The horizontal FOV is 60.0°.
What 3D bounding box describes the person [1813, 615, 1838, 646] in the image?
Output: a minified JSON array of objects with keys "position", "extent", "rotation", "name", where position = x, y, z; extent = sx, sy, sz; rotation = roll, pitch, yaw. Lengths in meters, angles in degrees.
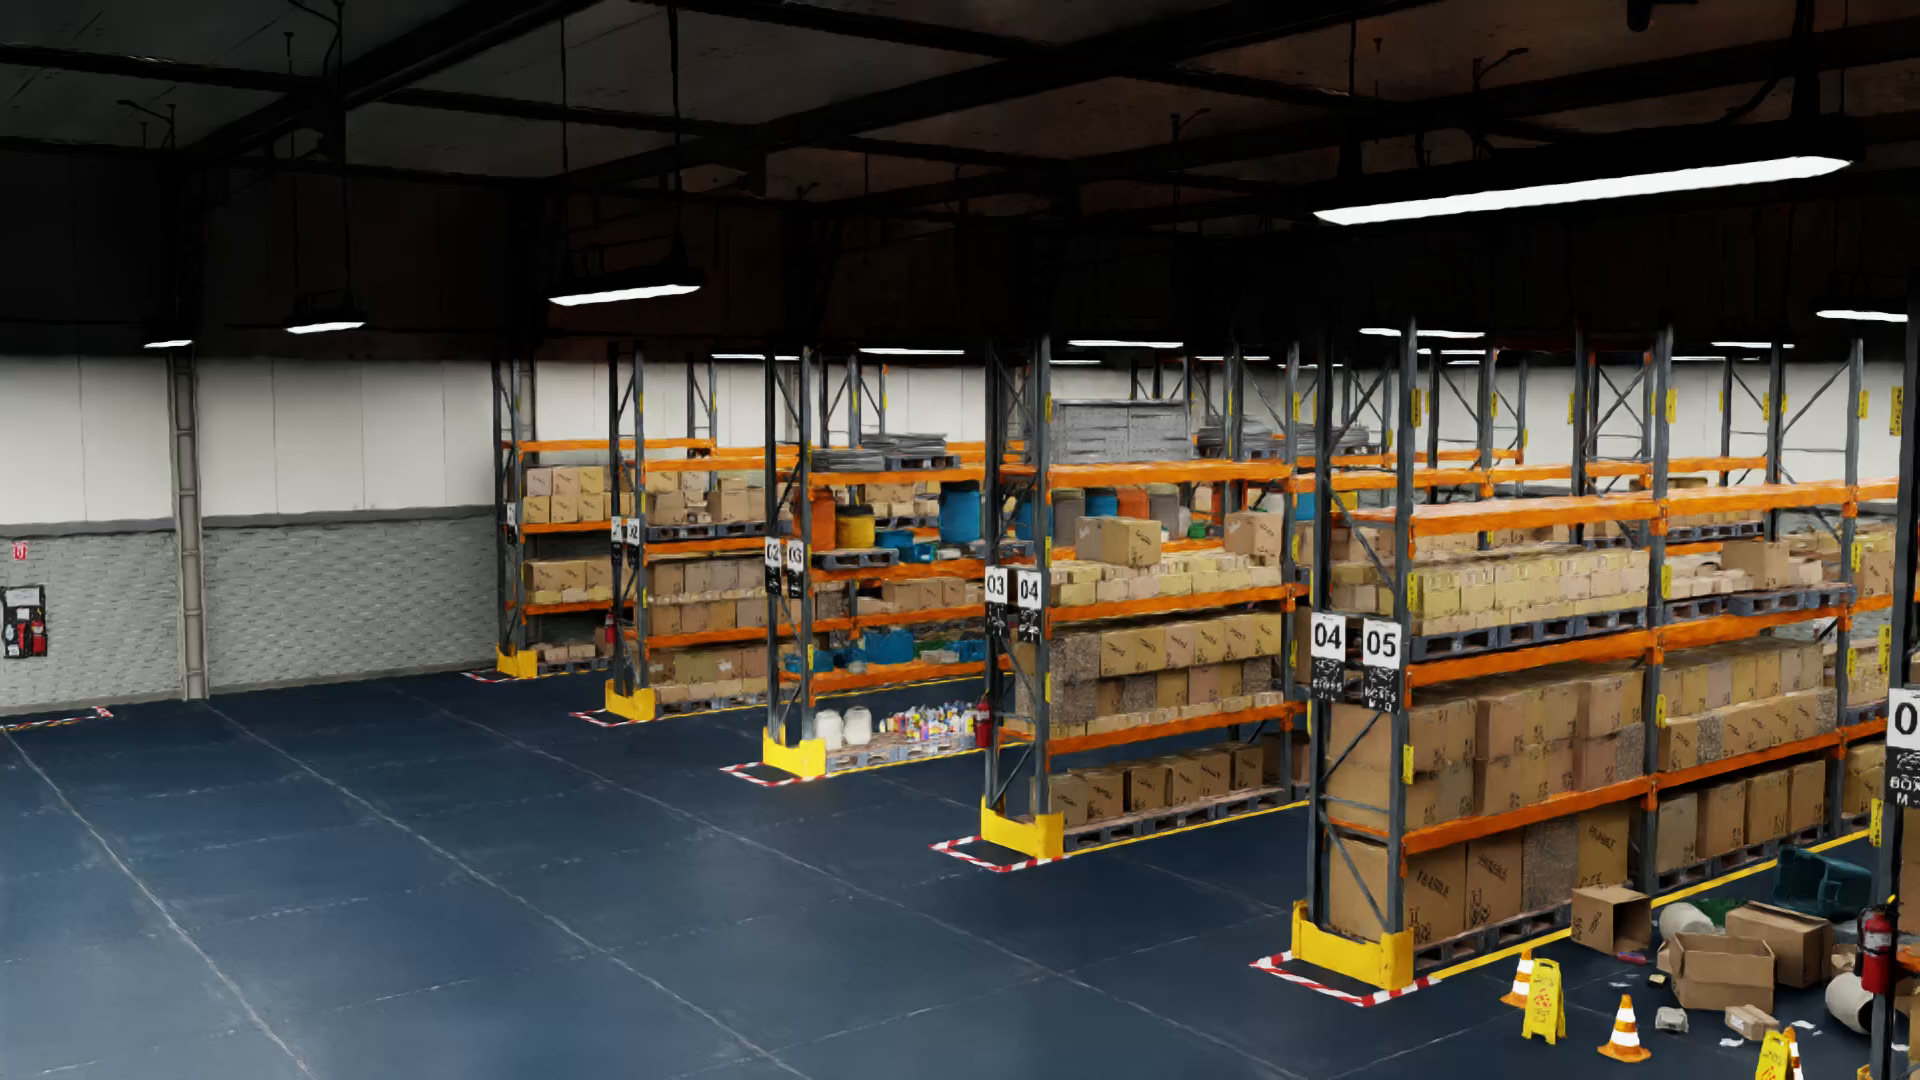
[{"position":[15.131,1.823,28.839],"extent":[0.614,1.616,0.765],"rotation":[3,6,32],"name":"person"}]
